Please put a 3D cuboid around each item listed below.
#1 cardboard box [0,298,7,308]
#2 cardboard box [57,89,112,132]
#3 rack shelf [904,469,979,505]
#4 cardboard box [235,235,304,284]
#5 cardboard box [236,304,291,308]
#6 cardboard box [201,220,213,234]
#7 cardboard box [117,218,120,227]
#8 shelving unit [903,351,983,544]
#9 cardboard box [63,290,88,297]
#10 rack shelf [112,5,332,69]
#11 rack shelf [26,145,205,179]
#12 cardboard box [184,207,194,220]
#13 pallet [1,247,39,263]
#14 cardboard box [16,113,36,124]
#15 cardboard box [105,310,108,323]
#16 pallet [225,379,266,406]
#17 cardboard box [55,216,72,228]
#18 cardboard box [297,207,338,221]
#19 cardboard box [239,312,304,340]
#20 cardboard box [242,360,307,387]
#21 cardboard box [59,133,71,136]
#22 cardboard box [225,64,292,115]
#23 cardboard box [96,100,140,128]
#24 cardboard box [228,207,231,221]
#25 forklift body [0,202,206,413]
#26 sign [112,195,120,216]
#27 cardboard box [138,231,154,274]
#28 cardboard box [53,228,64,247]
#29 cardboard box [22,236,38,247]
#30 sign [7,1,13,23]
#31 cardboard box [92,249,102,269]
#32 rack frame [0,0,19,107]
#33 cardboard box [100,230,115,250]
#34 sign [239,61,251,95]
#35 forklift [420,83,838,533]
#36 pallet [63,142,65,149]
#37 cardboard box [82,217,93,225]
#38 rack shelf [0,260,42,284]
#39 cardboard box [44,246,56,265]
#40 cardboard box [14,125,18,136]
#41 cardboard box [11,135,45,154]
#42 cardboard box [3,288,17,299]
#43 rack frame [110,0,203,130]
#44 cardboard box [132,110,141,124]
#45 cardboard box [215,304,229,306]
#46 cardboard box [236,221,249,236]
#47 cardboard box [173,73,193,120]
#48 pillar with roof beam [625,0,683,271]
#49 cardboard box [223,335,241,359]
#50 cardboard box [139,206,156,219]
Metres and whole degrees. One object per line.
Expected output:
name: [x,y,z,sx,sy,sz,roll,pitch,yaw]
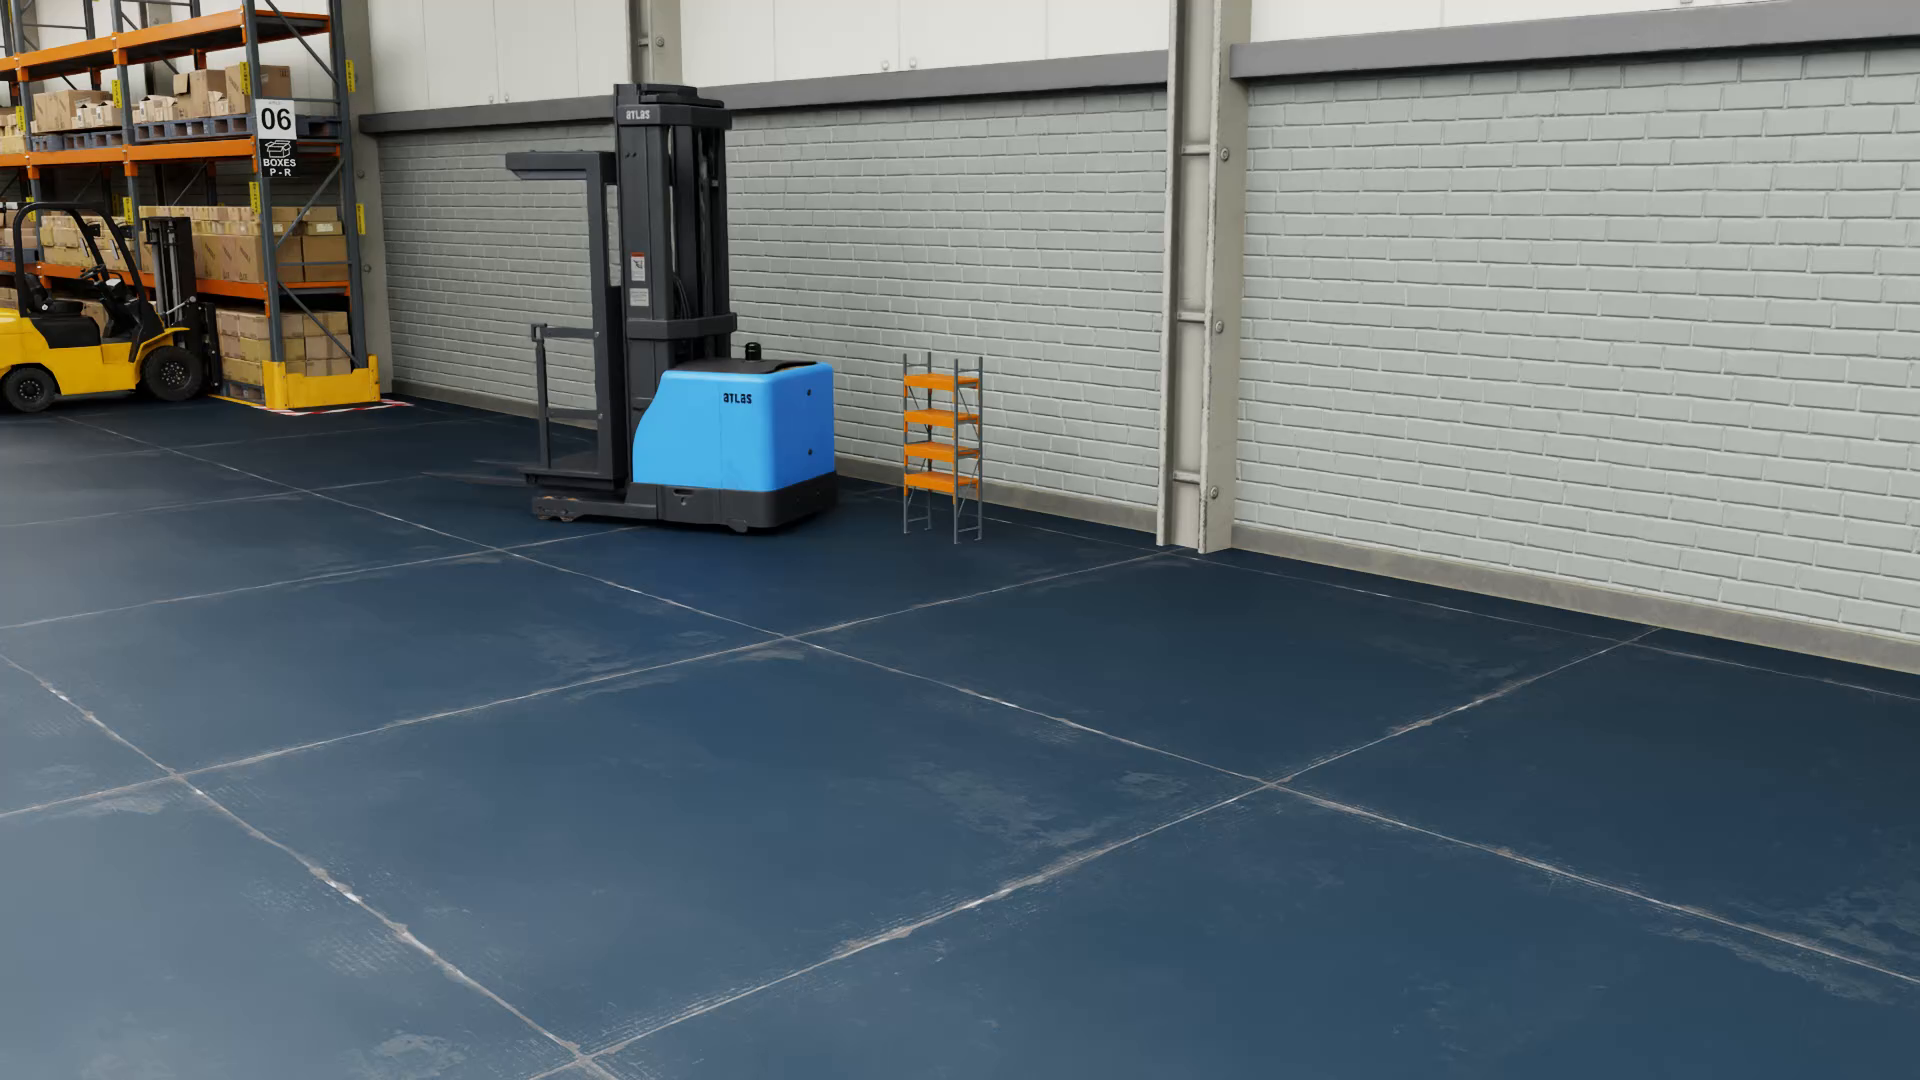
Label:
cardboard box: [-14.342,-3.438,25.320,0.500,0.500,0.500,11,16,43]
cardboard box: [-11.440,-5.609,21.734,0.500,0.500,0.500,-10,16,-41]
rack shelf: [-0.114,-0.351,10.961,0.258,0.148,0.480,-11,16,-43]
cardboard box: [-7.472,-3.041,17.992,0.500,0.500,0.500,-11,16,-44]
cardboard box: [-8.171,-2.625,19.515,0.500,0.250,0.500,-11,16,-44]
cardboard box: [-8.288,-3.519,18.704,0.380,0.149,0.250,-11,16,-42]
cardboard box: [-10.423,-4.005,21.061,0.380,0.149,0.250,-11,16,-43]
shelving unit: [-0.114,-0.612,10.908,0.258,1.200,0.503,-11,16,-43]
cardboard box: [-12.995,-3.611,24.551,0.380,0.149,0.250,-11,16,-42]
rack shelf: [-8.323,-5.639,18.756,1.077,0.370,4.000,-11,16,-43]
rack shelf: [-11.086,-4.950,21.851,1.077,0.370,4.000,-11,16,-43]
cardboard box: [-8.752,-3.788,19.274,0.380,0.149,0.250,-11,16,-43]
pallet: [-12.986,-4.120,23.950,1.213,0.211,1.003,-11,16,-43]
cardboard box: [-12.918,-5.870,23.184,0.380,0.149,0.250,-10,15,-41]
cardboard box: [-10.603,-2.772,21.779,0.875,0.625,0.625,-11,16,-43]
pallet: [-7.501,-1.697,18.626,1.003,0.211,1.213,-11,16,-43]
cardboard box: [-12.079,-4.331,22.645,0.380,0.149,0.250,-10,16,-41]
cardboard box: [-7.020,-3.548,18.108,0.380,0.149,0.250,-11,16,-44]
cardboard box: [-7.486,-2.330,18.081,0.500,0.250,0.500,-10,15,-41]
cardboard box: [-7.495,-1.841,18.186,0.500,0.250,0.500,-11,16,-42]
cardboard box: [-12.546,-5.802,23.591,0.380,0.149,0.250,-11,16,-42]
cardboard box: [-7.424,-4.761,17.615,0.500,0.500,0.500,-10,15,-41]
cardboard box: [-10.381,-5.293,20.667,0.500,0.311,0.500,11,16,43]
cardboard box: [-7.853,-3.605,18.384,0.380,0.149,0.250,-11,16,-42]
forklift body: [-9.571,-2.564,18.026,2.313,2.155,1.214,-11,16,-43]
sign: [-12.068,-4.770,23.759,0.100,0.325,0.005,-11,16,-43]
cardboard box: [-9.587,-3.489,20.164,0.500,0.500,0.500,11,16,44]
cardboard box: [-11.992,-4.124,22.628,0.500,0.250,0.500,-10,15,-41]
cardboard box: [-13.198,-4.250,23.687,0.380,0.149,0.250,-11,16,-42]
sign: [-14.832,-8.260,25.996,0.100,0.325,0.005,-11,16,-43]
cardboard box: [-10.914,-3.654,21.585,0.500,0.250,0.500,-11,16,-42]
rack frame: [-15.229,-7.647,25.726,1.000,3.000,0.127,-11,16,-43]
cardboard box: [-10.589,-3.822,21.164,0.500,0.250,0.500,11,16,44]
sign: [-7.344,-4.748,17.090,0.100,0.325,0.005,-11,16,-43]
forklift: [-2.437,-1.653,11.670,3.031,2.935,1.130,5,13,22]
pallet: [-14.111,-5.830,24.806,1.213,0.211,1.003,-11,16,-43]
cardboard box: [-11.244,-4.137,21.702,0.250,0.149,0.380,11,16,44]
rack shelf: [-13.848,-4.064,24.988,1.077,0.370,4.000,-11,16,-43]
cardboard box: [-12.337,-3.952,23.034,0.500,0.250,0.500,-11,16,-42]
cardboard box: [-13.214,-5.816,23.659,0.380,0.149,0.250,-10,16,-41]
cardboard box: [-12.997,-5.561,23.410,0.500,0.250,0.500,11,16,43]
cardboard box: [-14.227,-3.736,25.160,0.380,0.149,0.250,-10,15,-41]
rack frame: [-9.705,-6.479,20.059,1.000,3.000,0.127,-11,16,-43]
cardboard box: [-9.614,-5.034,19.812,0.380,0.149,0.250,-10,16,-41]
cardboard box: [-8.900,-2.628,19.530,0.500,0.250,0.500,-10,15,-41]
cardboard box: [-7.582,-3.369,17.973,0.380,0.149,0.250,-11,16,-42]
cardboard box: [-8.436,-5.016,18.848,0.797,0.503,0.637,-10,15,-41]
pillar with roof beam: [-5.741,-4.647,11.167,9.100,9.000,0.400,-11,16,-43]
cardboard box: [-7.843,-2.163,18.512,0.500,0.250,0.500,-11,16,-43]
cardboard box: [-9.699,-3.965,20.133,0.380,0.149,0.250,-10,16,-41]
